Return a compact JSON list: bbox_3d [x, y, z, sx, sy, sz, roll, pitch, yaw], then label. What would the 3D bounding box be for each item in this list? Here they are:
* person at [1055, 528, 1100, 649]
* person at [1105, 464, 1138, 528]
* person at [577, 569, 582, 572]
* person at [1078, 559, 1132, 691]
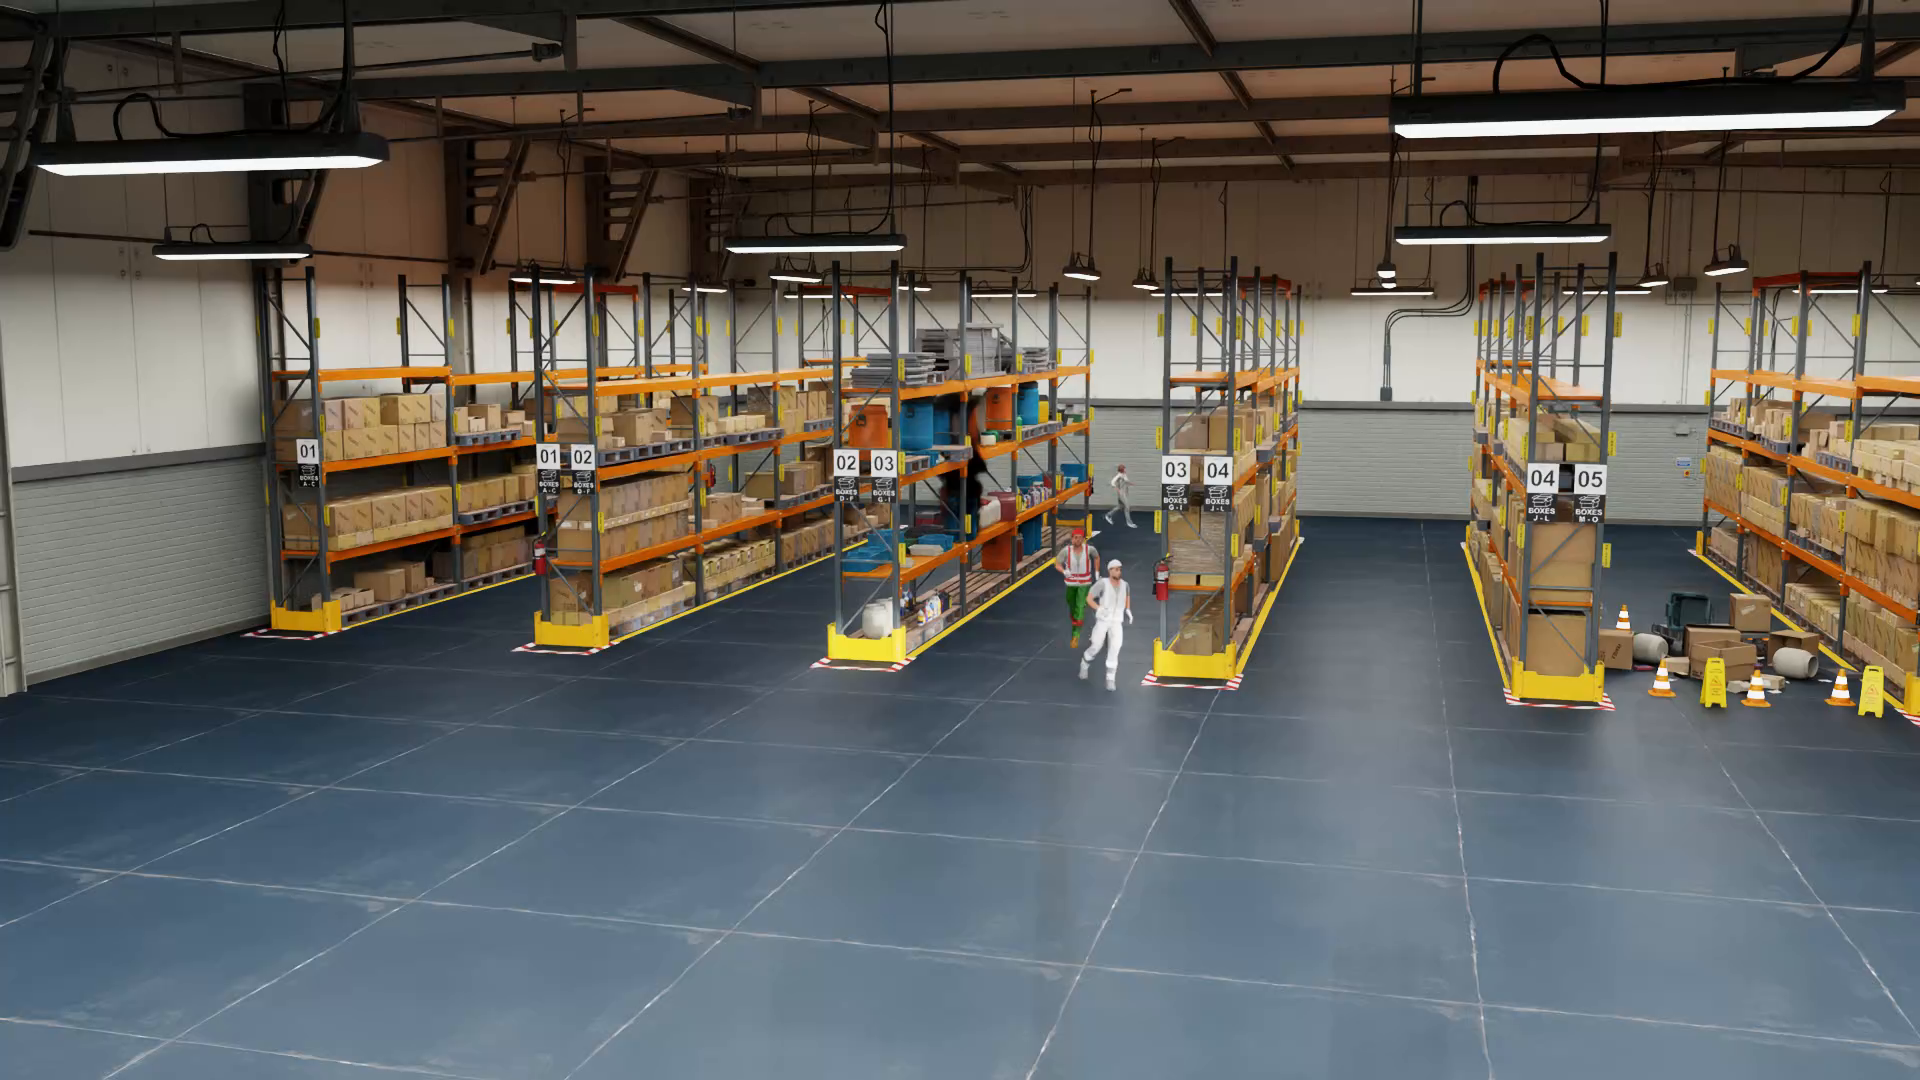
[{"bbox_3d":[1.799,0.698,25.487,0.687,1.792,1.033,1,7,6],"label":"person"},{"bbox_3d":[4.064,-1.117,41.845,0.891,1.589,0.533,3,8,20],"label":"person"},{"bbox_3d":[-6.853,0.349,30.280,0.527,1.750,0.778,1,7,6],"label":"person"},{"bbox_3d":[2.118,1.158,23.345,0.718,1.772,0.967,-2,8,-15],"label":"person"}]
